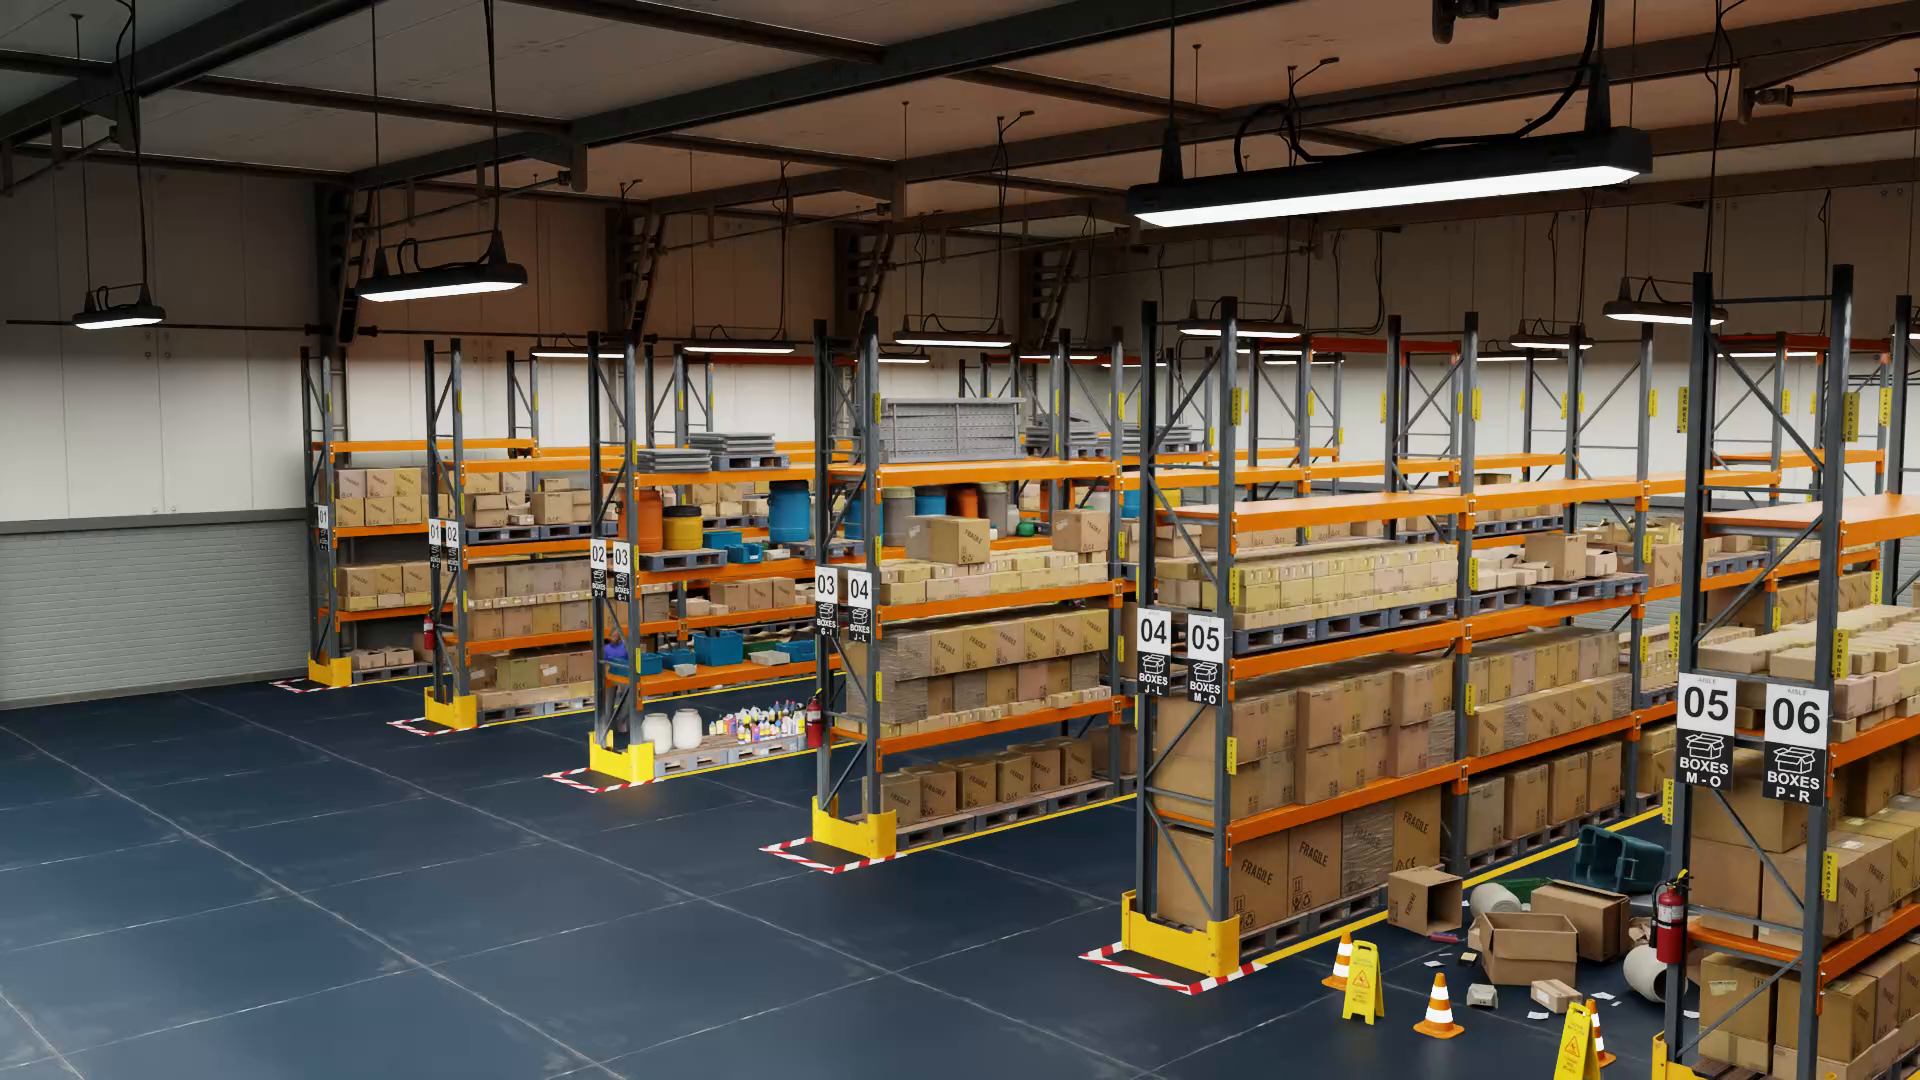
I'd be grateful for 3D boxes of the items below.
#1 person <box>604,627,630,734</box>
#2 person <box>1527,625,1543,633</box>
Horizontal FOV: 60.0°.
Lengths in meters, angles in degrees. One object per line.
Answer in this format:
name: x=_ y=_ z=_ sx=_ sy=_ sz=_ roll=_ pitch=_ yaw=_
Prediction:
person: x=-5.190 y=2.133 z=25.118 sx=0.545 sy=1.660 sz=0.541 roll=-1 pitch=5 yaw=-15
person: x=8.596 y=2.133 z=24.974 sx=0.490 sy=1.670 sz=0.360 roll=-3 pitch=6 yaw=-32
